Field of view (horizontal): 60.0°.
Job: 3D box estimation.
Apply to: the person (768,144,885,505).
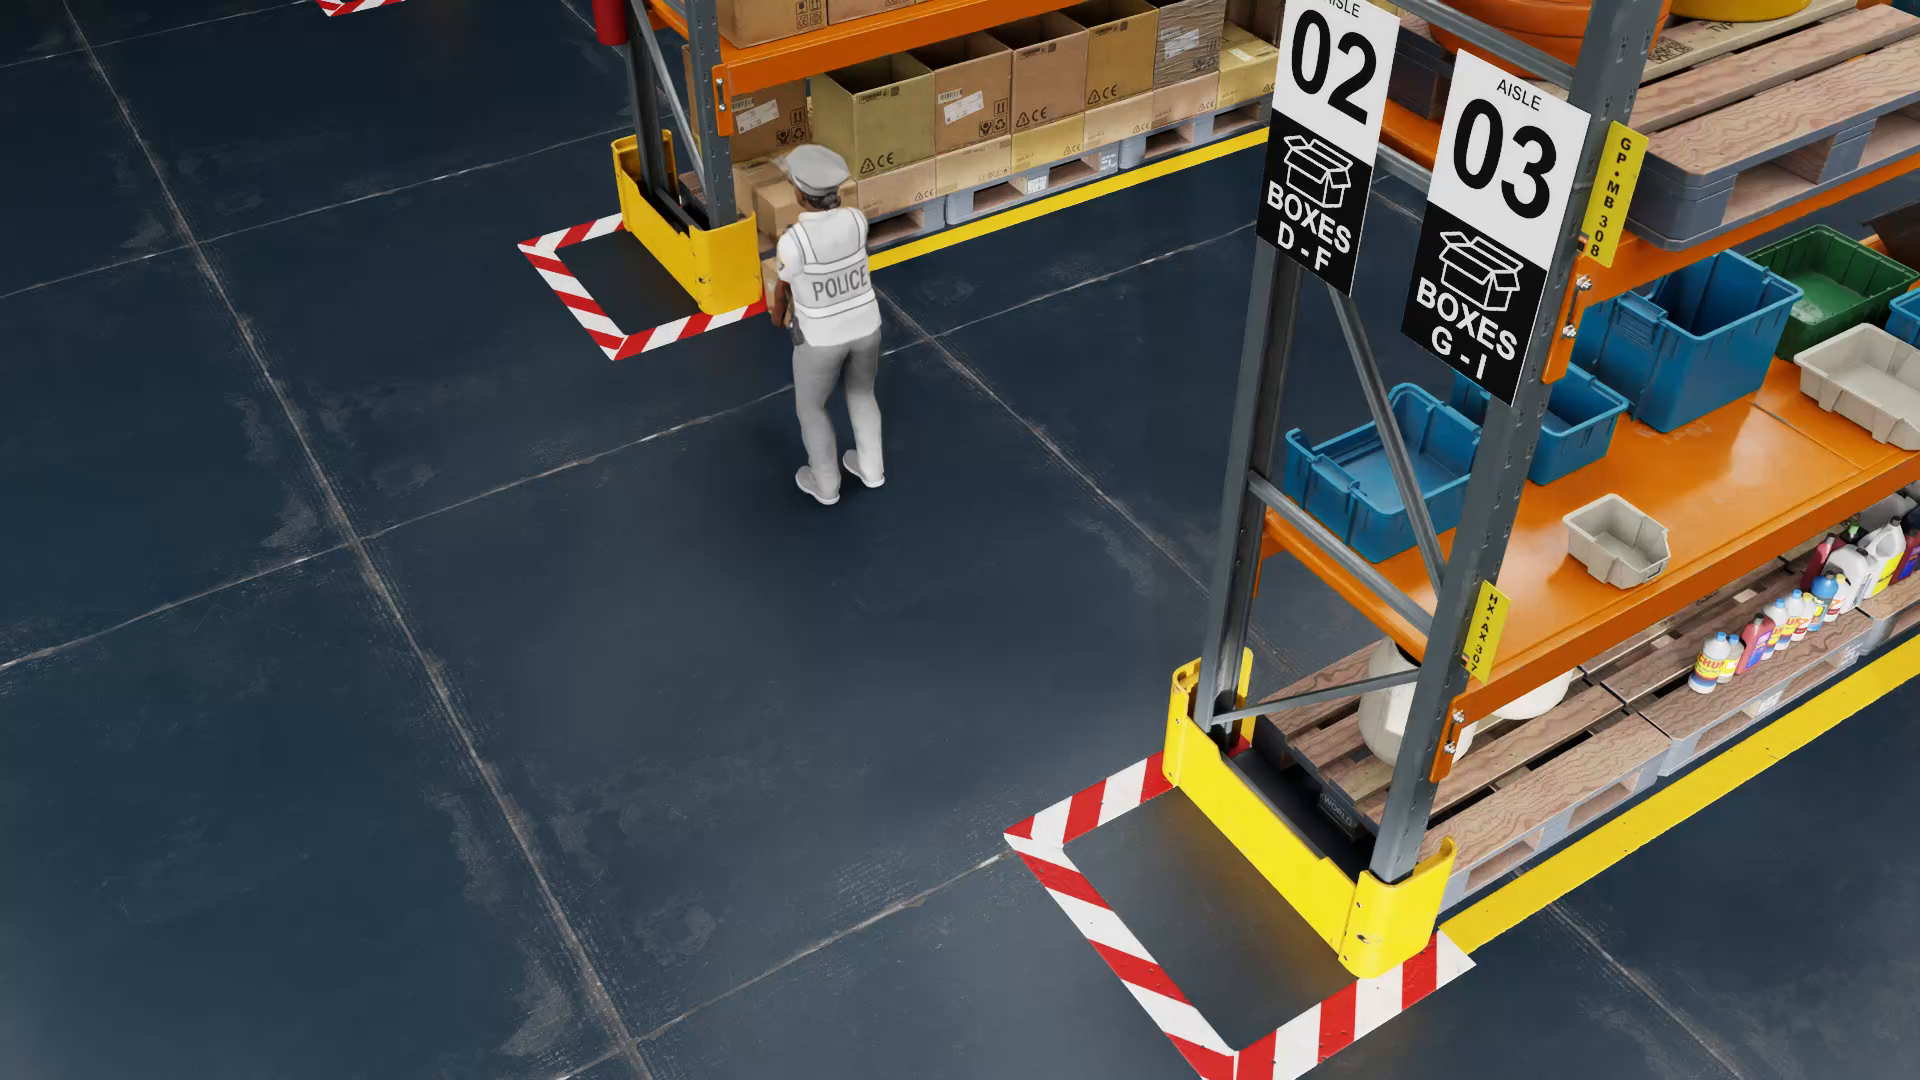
[{"bbox_3d":[-0.594,-0.932,7.229,0.416,1.674,0.537,-23,46,-25],"label":"person"}]
